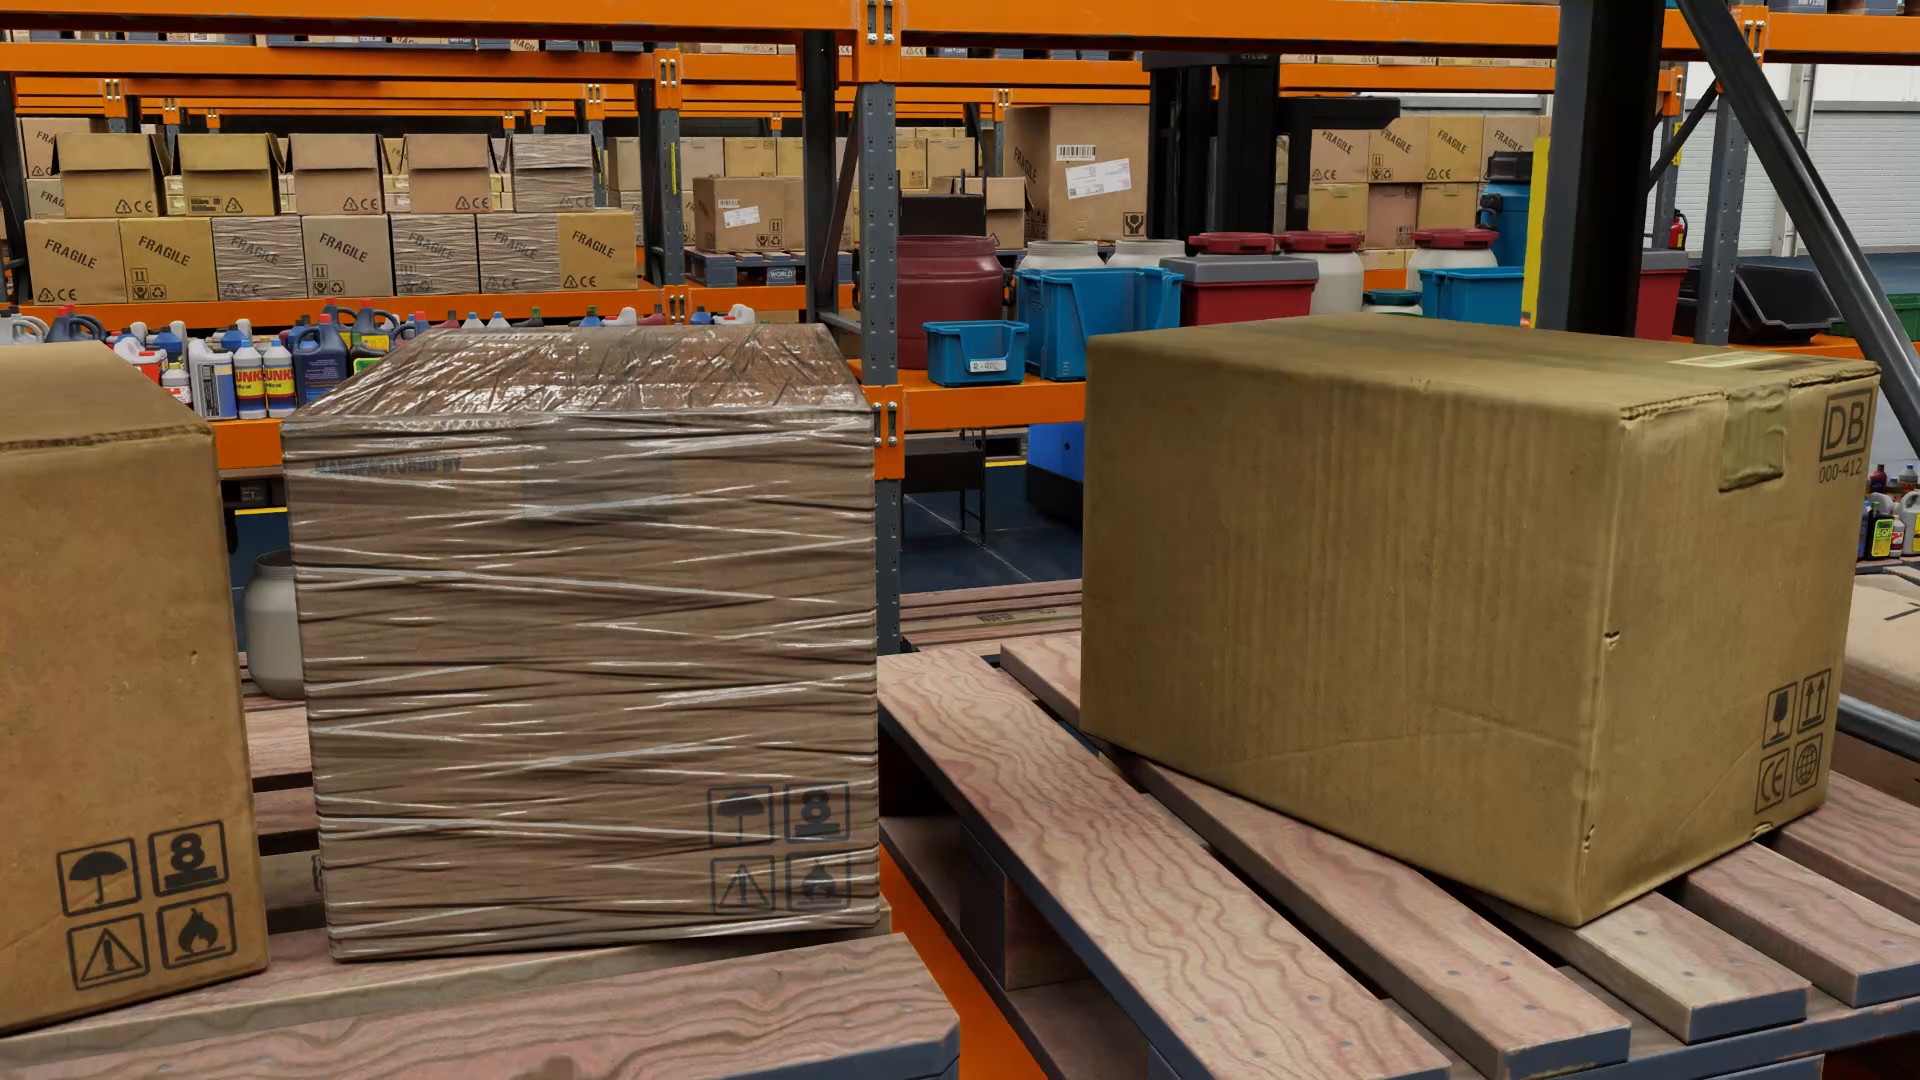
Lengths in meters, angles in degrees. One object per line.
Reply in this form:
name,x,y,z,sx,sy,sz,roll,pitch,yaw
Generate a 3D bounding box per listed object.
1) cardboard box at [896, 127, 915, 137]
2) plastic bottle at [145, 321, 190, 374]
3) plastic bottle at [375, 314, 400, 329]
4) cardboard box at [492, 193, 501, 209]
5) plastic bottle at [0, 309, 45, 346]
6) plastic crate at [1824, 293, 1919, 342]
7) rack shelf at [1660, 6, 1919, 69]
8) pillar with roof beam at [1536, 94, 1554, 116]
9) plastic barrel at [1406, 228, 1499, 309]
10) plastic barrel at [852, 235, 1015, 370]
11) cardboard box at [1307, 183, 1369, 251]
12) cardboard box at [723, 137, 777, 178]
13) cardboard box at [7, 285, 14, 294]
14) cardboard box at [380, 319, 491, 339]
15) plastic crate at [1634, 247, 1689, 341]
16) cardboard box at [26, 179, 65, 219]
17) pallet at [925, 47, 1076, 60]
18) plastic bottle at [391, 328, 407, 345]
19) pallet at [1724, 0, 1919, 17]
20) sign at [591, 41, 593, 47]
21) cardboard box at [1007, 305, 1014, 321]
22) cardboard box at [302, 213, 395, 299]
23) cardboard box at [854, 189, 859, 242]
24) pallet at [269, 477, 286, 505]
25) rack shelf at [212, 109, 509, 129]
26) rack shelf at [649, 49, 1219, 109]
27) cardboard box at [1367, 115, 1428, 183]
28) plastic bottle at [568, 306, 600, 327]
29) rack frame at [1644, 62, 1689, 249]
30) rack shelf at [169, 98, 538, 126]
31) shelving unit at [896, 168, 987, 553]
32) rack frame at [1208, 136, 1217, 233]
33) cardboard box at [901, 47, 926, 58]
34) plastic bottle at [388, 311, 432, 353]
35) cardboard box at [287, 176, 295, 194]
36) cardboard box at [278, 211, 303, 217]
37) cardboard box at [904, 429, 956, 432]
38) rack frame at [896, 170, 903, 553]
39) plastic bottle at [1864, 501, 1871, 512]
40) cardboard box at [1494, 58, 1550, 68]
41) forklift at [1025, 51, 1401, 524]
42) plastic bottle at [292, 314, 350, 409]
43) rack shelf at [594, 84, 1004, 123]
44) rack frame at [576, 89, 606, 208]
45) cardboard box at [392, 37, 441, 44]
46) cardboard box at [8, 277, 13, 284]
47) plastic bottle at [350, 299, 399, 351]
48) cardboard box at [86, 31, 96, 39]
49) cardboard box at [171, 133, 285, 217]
cardboard box,-0.920,-5.097,21.569,0.500,0.500,0.700,-5,14,-19
plastic bottle,-3.026,-0.696,6.354,0.135,0.276,0.152,-4,14,-18
plastic bottle,-2.285,-0.754,6.597,0.135,0.276,0.152,-4,14,-18
cardboard box,-4.347,-3.109,15.225,0.250,0.149,0.380,-4,14,-17
plastic bottle,-3.435,-0.666,6.068,0.185,0.351,0.144,-4,14,-18
plastic crate,4.711,-1.108,8.276,0.662,0.188,0.450,-4,14,-18
rack shelf,5.230,-2.429,8.447,4.000,0.370,1.077,-4,14,-18
pillar with roof beam,12.597,-8.822,27.286,0.400,9.000,9.100,-4,14,-18
plastic barrel,2.357,-1.216,7.980,0.433,0.535,0.433,0,13,0
plastic barrel,-0.114,-1.044,7.257,0.708,0.536,0.600,-4,14,-18
cardboard box,2.686,-2.501,12.816,0.500,0.500,0.875,-4,14,-18
cardboard box,-2.130,-3.701,16.343,0.500,0.500,0.700,-5,14,-19
cardboard box,-10.466,-2.711,19.186,0.875,0.438,0.875,-5,14,-20
cardboard box,-3.545,-1.024,11.149,0.875,0.875,1.225,-4,14,-18
plastic crate,2.973,-1.101,7.650,0.583,0.464,0.402,-4,14,-18
cardboard box,-7.682,-2.859,14.323,0.500,0.500,0.500,-4,14,-18
pallet,0.153,-3.527,11.914,1.003,0.211,1.213,-4,14,-18
plastic bottle,-2.009,-0.631,6.065,0.133,0.283,0.061,-4,14,-18
pallet,3.987,-2.615,8.079,1.003,0.211,1.213,-4,14,-18
sign,-3.352,-4.651,15.113,0.005,0.325,0.100,-4,14,-18
cardboard box,0.887,-2.556,17.590,0.875,0.875,0.875,-4,14,-17
cardboard box,-3.873,-1.810,10.552,0.500,0.500,0.500,-4,14,-17
cardboard box,-1.099,-3.231,16.528,0.500,0.500,0.500,-4,14,-17
pallet,-3.962,-0.476,11.189,1.213,0.211,1.003,-4,14,-18
rack shelf,-8.679,-6.187,24.245,4.000,0.370,1.077,-4,14,-18
rack shelf,-0.141,-3.221,11.773,4.000,0.370,1.077,-4,14,-18
cardboard box,3.210,-2.990,12.712,0.500,0.500,0.500,-4,14,-18
plastic bottle,-1.550,-0.825,6.883,0.133,0.283,0.061,-4,14,-18
rack frame,5.546,-2.554,13.898,0.127,3.000,1.000,-4,14,-18
rack shelf,-7.093,-5.099,19.669,4.000,0.370,1.077,-4,14,-18
shelving unit,-0.157,-1.009,9.348,0.503,2.100,0.431,-4,14,-18
rack frame,1.755,-2.259,12.657,0.127,3.000,1.000,-4,14,-18
cardboard box,-0.539,-3.407,11.325,0.500,0.250,0.500,-4,14,-17
plastic bottle,-1.952,-0.643,5.970,0.185,0.351,0.144,-4,14,-18
cardboard box,-5.808,-3.141,14.714,0.250,0.149,0.380,-5,14,-19
cardboard box,-4.507,-1.887,10.876,0.500,0.500,0.500,-5,14,-19
cardboard box,-0.351,-1.103,12.247,0.500,0.500,0.700,-3,14,-13
rack frame,-0.388,-0.991,9.273,0.015,2.100,0.400,-4,14,-18
plastic bottle,4.538,-0.061,8.362,0.097,0.271,0.097,0,13,0
cardboard box,4.209,-3.776,12.876,0.500,0.250,0.500,-4,14,-17
forklift,1.962,-1.659,10.285,3.031,2.935,1.130,-6,15,-25
plastic bottle,-2.253,-0.619,5.872,0.185,0.351,0.144,-4,14,-18
rack shelf,-1.627,-4.316,16.377,4.000,0.370,1.077,-4,14,-18
rack frame,-3.523,-3.059,16.021,0.127,3.000,1.000,-4,14,-18
cardboard box,-4.928,-4.393,14.932,0.500,0.500,0.500,-4,14,-18
cardboard box,-12.934,-3.702,23.219,0.500,0.500,0.700,-4,14,-16
plastic bottle,-2.261,-0.756,6.444,0.185,0.351,0.144,-4,14,-18
cardboard box,-7.846,-4.410,14.464,0.500,0.250,0.500,-4,14,-16
cardboard box,-4.571,-2.302,10.455,0.637,0.503,0.797,-4,14,-17
